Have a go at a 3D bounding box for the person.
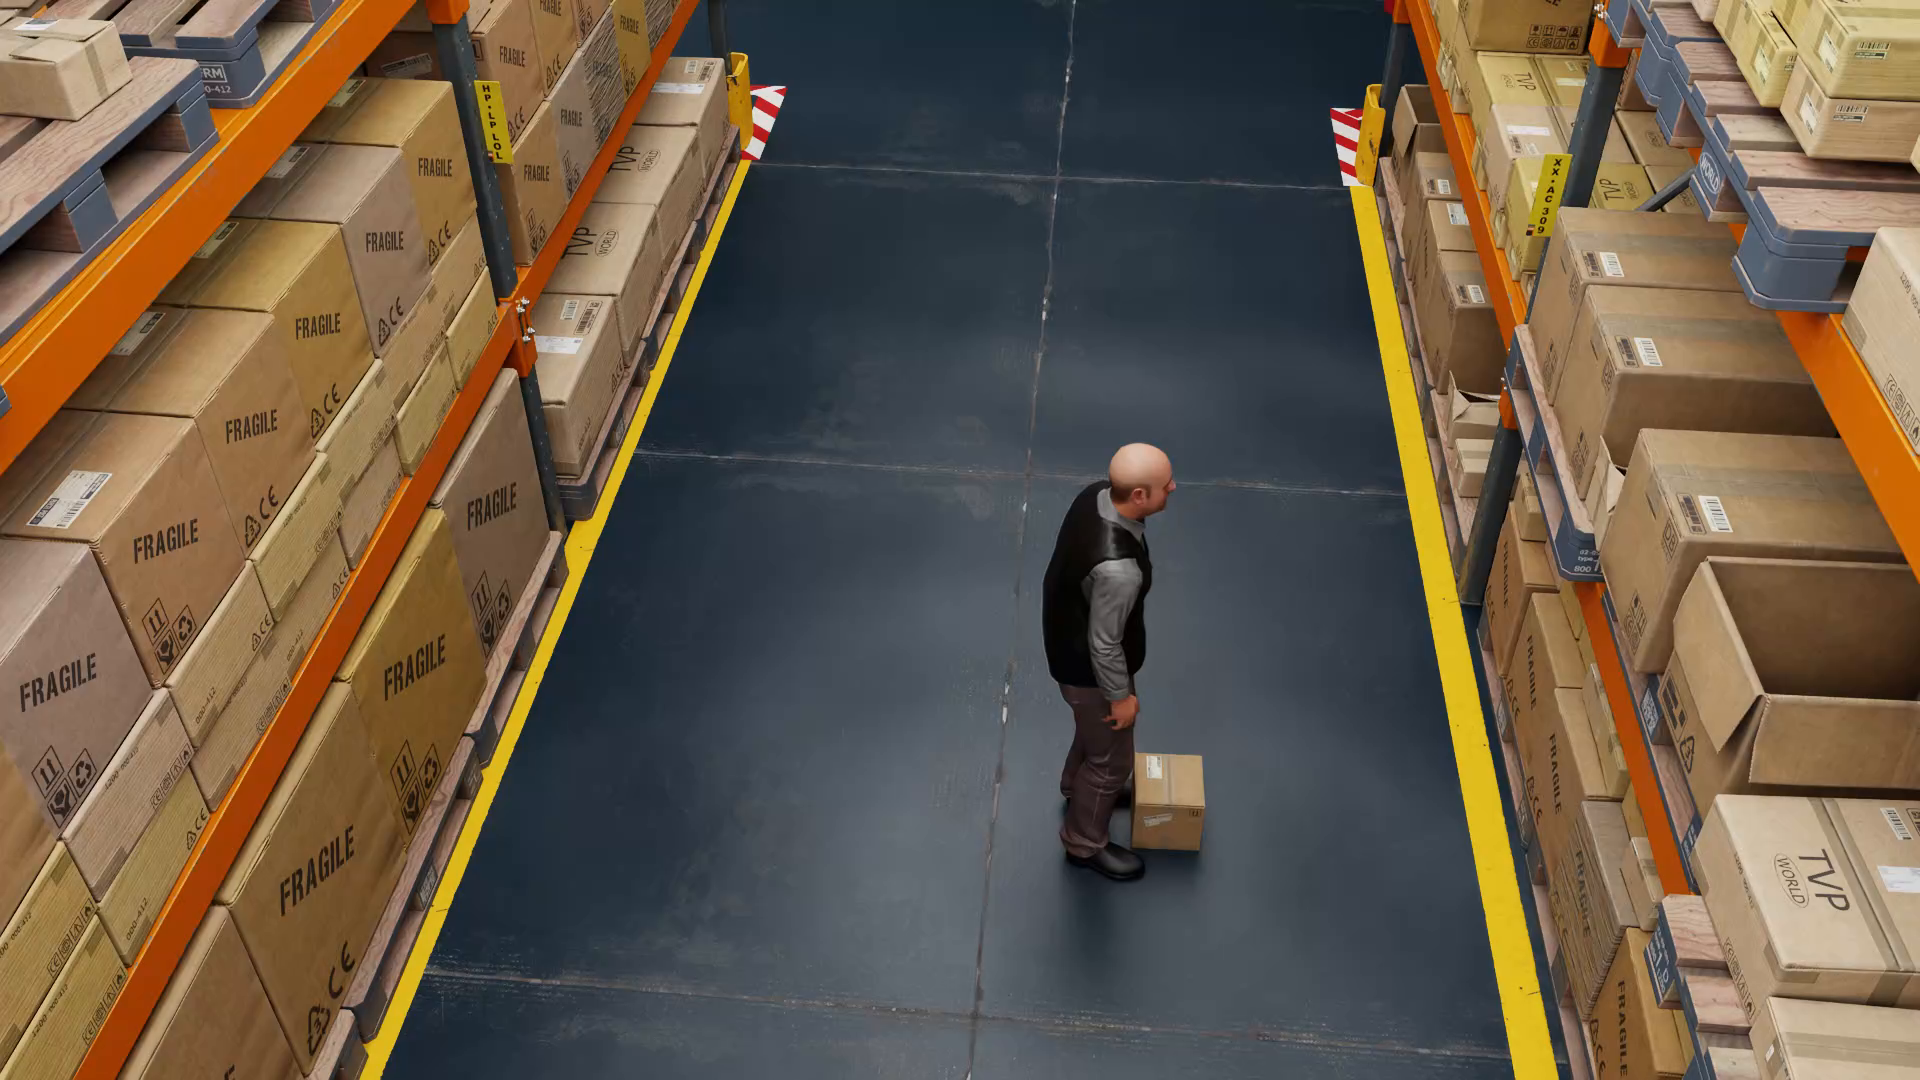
[{"bbox_3d":[0.487,0.389,5.708,0.421,1.721,0.594,1,40,1],"label":"person"}]
